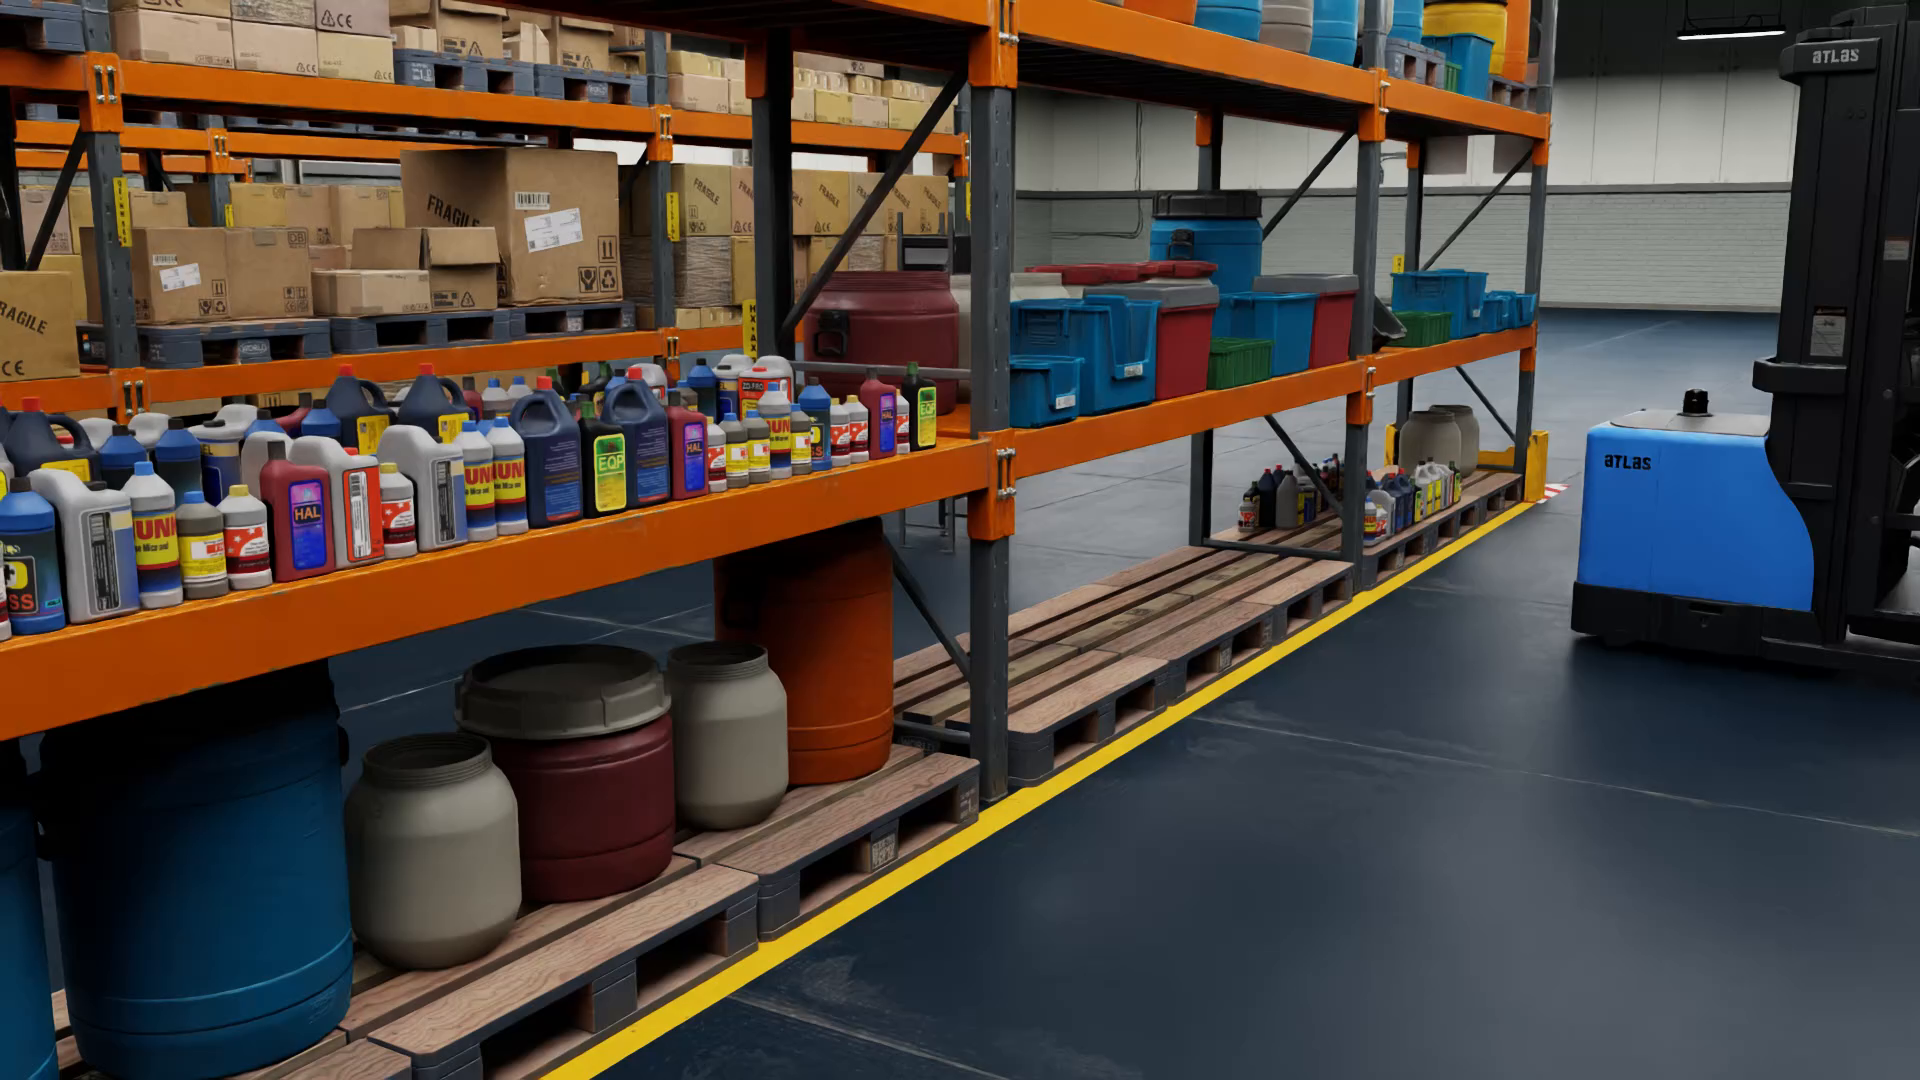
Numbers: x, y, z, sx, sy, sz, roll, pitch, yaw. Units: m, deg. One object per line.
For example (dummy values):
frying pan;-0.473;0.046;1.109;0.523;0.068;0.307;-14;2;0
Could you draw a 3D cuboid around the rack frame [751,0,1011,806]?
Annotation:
rack frame;-0.287;-0.594;5.891;1.000;3.000;0.127;6;12;31

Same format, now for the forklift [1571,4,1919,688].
forklift;4.485;-0.841;7.396;3.031;2.935;1.130;8;13;35

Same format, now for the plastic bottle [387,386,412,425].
plastic bottle;-1.508;-0.278;4.538;0.152;0.276;0.135;6;12;31

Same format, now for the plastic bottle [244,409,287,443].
plastic bottle;-1.677;-0.180;4.029;0.097;0.271;0.097;0;11;0

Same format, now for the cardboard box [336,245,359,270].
cardboard box;-5.801;-2.481;15.564;0.875;0.550;0.550;6;12;31

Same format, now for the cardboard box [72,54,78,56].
cardboard box;-4.483;-2.566;8.681;0.500;0.250;0.500;6;12;31

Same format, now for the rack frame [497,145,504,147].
rack frame;-4.553;-2.815;17.755;1.000;3.000;0.127;6;12;31

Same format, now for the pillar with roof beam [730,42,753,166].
pillar with roof beam;-1.188;-9.091;34.973;9.100;9.000;0.548;6;12;31

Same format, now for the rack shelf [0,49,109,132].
rack shelf;-5.558;-1.874;6.528;1.077;0.370;4.000;6;12;31

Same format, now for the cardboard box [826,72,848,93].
cardboard box;-1.107;-3.606;13.152;0.380;0.149;0.250;6;12;28

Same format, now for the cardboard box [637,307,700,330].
cardboard box;-2.074;-1.578;11.829;0.380;0.149;0.250;6;12;31

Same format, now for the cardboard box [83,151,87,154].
cardboard box;-9.542;-4.295;18.188;0.380;0.149;0.250;6;12;30

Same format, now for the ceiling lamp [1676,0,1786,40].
ceiling lamp;15.766;-11.817;33.670;2.000;3.185;0.800;6;12;31

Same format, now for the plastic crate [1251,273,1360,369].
plastic crate;1.800;-1.149;8.682;0.402;0.464;0.583;6;12;31

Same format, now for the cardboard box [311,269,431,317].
cardboard box;-3.453;-1.442;9.684;0.500;0.250;0.500;6;12;29

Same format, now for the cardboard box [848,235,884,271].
cardboard box;-1.129;-2.272;13.775;0.875;0.500;0.500;6;12;31

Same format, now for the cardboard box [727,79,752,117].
cardboard box;-1.720;-3.227;12.211;0.500;0.250;0.500;6;12;30

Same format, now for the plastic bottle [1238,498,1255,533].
plastic bottle;1.712;-0.151;9.932;0.097;0.201;0.097;0;11;0

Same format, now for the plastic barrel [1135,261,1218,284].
plastic barrel;1.106;-1.160;8.547;0.433;0.535;0.433;0;11;0

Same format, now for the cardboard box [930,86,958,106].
cardboard box;-0.244;-3.849;14.447;0.380;0.149;0.250;6;12;31

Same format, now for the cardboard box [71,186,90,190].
cardboard box;-9.738;-3.624;18.276;0.700;0.500;0.500;6;12;30

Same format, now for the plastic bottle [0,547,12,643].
plastic bottle;-1.695;0.075;2.857;0.097;0.201;0.097;0;11;0

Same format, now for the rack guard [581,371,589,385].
rack guard;-4.541;-1.590;18.005;1.175;0.500;0.348;6;12;31

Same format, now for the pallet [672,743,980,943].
pallet;-0.660;0.904;5.464;1.003;0.211;1.213;6;12;31

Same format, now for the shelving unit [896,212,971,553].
shelving unit;-0.086;-1.006;10.536;0.431;2.100;0.503;6;12;31

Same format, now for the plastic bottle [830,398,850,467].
plastic bottle;-0.378;-0.324;4.988;0.097;0.201;0.097;0;11;0

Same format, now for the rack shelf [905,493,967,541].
rack shelf;-0.086;-0.305;10.668;0.431;0.518;0.480;6;12;31

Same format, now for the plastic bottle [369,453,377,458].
plastic bottle;-1.313;-0.095;3.764;0.097;0.201;0.097;0;11;0

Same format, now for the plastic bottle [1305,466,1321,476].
plastic bottle;2.233;-0.336;10.716;0.152;0.276;0.135;7;12;32

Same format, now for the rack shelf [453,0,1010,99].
rack shelf;-1.325;-1.400;4.001;1.077;0.370;4.000;6;12;31

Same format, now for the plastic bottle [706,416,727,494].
plastic bottle;-0.681;-0.232;4.498;0.097;0.201;0.097;0;11;0

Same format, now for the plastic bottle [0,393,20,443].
plastic bottle;-2.070;-0.146;3.629;0.144;0.351;0.185;6;12;31

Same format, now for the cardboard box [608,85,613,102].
cardboard box;-2.429;-3.194;12.032;0.500;0.250;0.500;7;13;33

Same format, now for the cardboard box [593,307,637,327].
cardboard box;-2.583;-1.635;12.132;0.380;0.149;0.250;6;12;31

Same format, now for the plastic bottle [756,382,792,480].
plastic bottle;-0.529;-0.313;4.736;0.097;0.271;0.097;0;11;0

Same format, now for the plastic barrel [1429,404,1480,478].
plastic barrel;3.590;-0.725;12.210;0.421;0.512;0.421;0;11;0

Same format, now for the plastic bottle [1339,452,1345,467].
plastic bottle;2.659;-0.472;11.458;0.097;0.271;0.097;0;11;0

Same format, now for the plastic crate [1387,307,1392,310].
plastic crate;3.127;-1.613;12.048;0.298;0.136;0.250;6;12;31

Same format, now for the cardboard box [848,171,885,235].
cardboard box;-0.957;-2.745;13.580;0.500;0.500;0.500;6;12;31

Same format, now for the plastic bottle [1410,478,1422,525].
plastic bottle;2.783;-0.243;10.203;0.061;0.283;0.133;7;13;33

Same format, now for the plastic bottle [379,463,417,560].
plastic bottle;-1.233;-0.065;3.604;0.097;0.201;0.097;0;11;0

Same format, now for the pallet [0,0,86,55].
pallet;-4.809;-2.343;7.592;1.213;0.211;1.003;7;13;33

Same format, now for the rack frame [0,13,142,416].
rack frame;-4.520;-1.067;8.418;1.000;3.000;0.127;6;12;31

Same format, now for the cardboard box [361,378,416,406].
cardboard box;-5.779;-1.583;15.803;0.875;0.875;0.875;6;12;31

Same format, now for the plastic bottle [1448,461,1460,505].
plastic bottle;3.243;-0.383;10.947;0.061;0.283;0.133;7;13;32

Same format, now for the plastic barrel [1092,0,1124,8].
plastic barrel;0.325;-2.423;6.148;0.600;0.901;0.600;0;11;0

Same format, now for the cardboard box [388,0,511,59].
cardboard box;-3.260;-3.215;10.318;0.797;0.503;0.637;7;13;33

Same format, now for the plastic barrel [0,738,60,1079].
plastic barrel;-2.066;0.776;3.133;0.600;0.901;0.708;6;12;31

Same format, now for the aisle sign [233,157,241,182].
aisle sign;-8.556;-4.532;19.861;0.394;0.787;0.004;6;12;31

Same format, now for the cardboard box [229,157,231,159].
cardboard box;-8.782;-4.540;19.501;0.380;0.149;0.250;6;12;31

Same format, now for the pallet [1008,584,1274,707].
pallet;0.783;0.467;7.799;1.003;0.211;1.213;6;12;31

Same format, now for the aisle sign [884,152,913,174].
aisle sign;-0.591;-3.642;15.105;0.394;0.787;0.004;6;12;31

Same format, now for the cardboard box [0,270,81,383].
cardboard box;-4.564;-1.015;7.868;0.500;0.500;0.500;7;13;32

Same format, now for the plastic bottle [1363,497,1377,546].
plastic bottle;2.330;-0.107;9.506;0.097;0.271;0.097;0;11;0

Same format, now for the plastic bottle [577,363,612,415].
plastic bottle;-1.136;-0.410;5.225;0.061;0.283;0.133;6;12;31
